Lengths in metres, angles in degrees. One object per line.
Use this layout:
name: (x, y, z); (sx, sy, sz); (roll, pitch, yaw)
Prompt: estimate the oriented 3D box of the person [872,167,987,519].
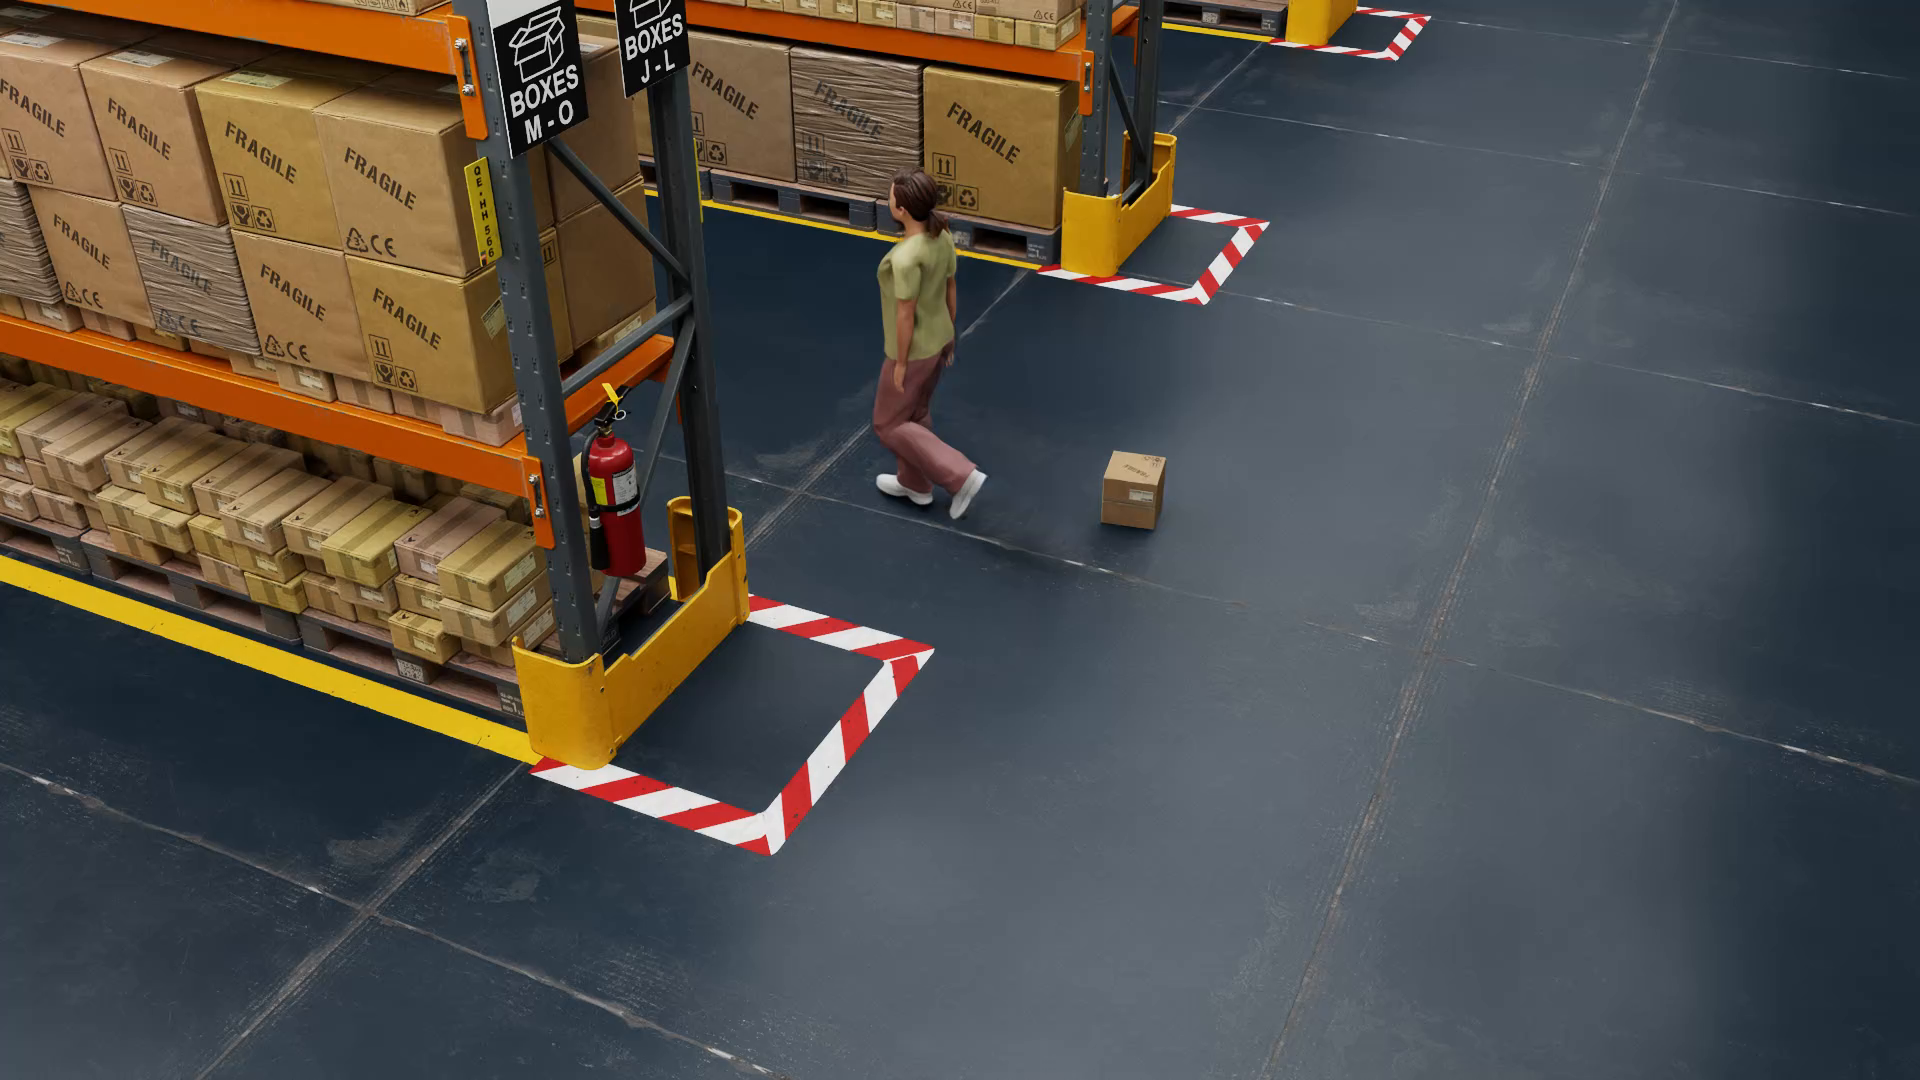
person: (-0.132, -0.836, 7.360); (0.658, 1.658, 0.442); (16, 37, 22)
